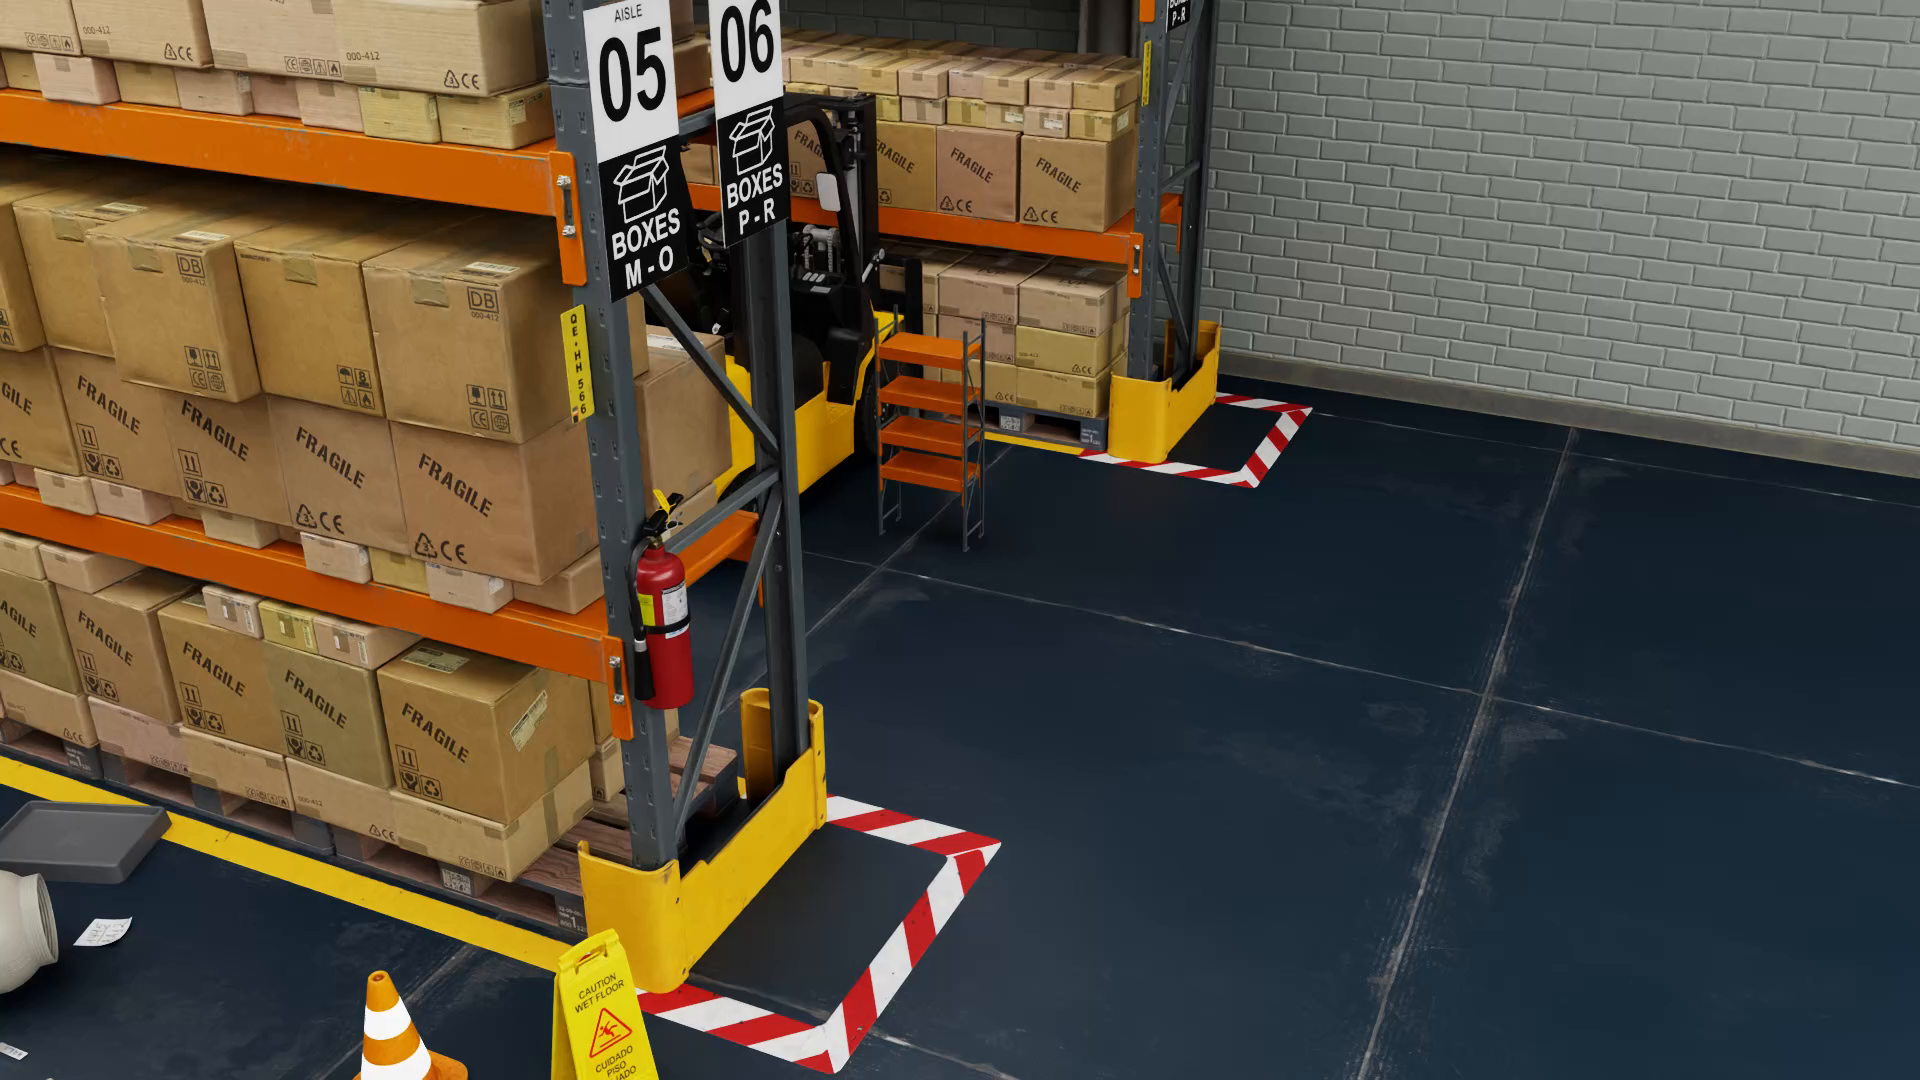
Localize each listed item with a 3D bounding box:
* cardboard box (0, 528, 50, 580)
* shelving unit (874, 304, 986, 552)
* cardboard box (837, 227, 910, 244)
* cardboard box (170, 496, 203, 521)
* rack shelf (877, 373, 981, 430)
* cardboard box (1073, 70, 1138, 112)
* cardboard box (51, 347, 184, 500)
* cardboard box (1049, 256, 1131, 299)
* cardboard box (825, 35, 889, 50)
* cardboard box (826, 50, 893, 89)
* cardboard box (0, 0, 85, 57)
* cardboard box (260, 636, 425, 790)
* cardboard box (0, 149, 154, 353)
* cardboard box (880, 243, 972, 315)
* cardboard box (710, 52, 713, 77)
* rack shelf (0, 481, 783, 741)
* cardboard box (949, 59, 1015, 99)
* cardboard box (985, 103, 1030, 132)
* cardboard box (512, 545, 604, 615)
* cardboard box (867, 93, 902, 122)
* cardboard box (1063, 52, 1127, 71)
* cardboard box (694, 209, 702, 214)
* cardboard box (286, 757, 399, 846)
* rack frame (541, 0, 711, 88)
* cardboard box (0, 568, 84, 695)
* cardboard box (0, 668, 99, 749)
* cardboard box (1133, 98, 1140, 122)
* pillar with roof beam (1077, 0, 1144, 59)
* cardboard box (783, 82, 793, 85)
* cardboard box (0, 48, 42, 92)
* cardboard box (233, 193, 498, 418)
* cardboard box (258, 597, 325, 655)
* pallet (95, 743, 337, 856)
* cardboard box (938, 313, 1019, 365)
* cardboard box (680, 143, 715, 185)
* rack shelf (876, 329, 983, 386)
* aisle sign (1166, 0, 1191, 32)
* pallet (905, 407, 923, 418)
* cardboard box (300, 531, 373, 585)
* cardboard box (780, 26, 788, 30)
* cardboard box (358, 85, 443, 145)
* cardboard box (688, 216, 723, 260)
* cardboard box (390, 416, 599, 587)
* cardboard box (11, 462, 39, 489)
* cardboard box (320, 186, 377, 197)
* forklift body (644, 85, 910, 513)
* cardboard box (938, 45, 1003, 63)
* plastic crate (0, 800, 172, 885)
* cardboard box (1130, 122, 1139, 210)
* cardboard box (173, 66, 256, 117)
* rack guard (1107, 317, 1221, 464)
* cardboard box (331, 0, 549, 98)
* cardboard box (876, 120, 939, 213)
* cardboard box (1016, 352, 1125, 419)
[{"bbox_3d":[-3.487,-0.010,6.428,0.250,0.149,0.380,13,29,24],"label":"cardboard box"},{"bbox_3d":[-0.151,-0.569,8.546,0.503,1.200,0.258,11,28,22],"label":"shelving unit"},{"bbox_3d":[-0.508,-1.899,10.716,0.500,0.250,0.500,11,28,21],"label":"cardboard box"},{"bbox_3d":[-2.641,-0.210,6.064,0.250,0.149,0.380,11,28,22],"label":"cardboard box"},{"bbox_3d":[-0.151,-0.709,8.477,0.480,0.148,0.258,11,28,22],"label":"rack shelf"},{"bbox_3d":[0.809,-2.499,9.246,0.250,0.149,0.380,11,28,22],"label":"cardboard box"},{"bbox_3d":[-2.799,-0.506,5.932,0.500,0.500,0.500,12,29,22],"label":"cardboard box"},{"bbox_3d":[0.863,-1.616,10.143,0.500,0.250,0.500,11,28,21],"label":"cardboard box"},{"bbox_3d":[-0.633,-3.007,10.277,0.250,0.149,0.380,12,29,23],"label":"cardboard box"},{"bbox_3d":[-0.590,-2.777,9.811,0.250,0.149,0.380,12,29,23],"label":"cardboard box"},{"bbox_3d":[-2.799,-1.726,5.298,0.500,0.250,0.500,12,29,22],"label":"cardboard box"},{"bbox_3d":[-2.143,0.521,6.085,0.500,0.500,0.500,12,29,24],"label":"cardboard box"},{"bbox_3d":[-3.258,-1.038,5.881,0.500,0.500,0.700,11,28,21],"label":"cardboard box"},{"bbox_3d":[-0.257,-1.590,10.090,0.500,0.250,0.500,12,29,22],"label":"cardboard box"},{"bbox_3d":[-1.301,-2.893,10.045,0.250,0.149,0.380,11,28,21],"label":"cardboard box"},{"bbox_3d":[-2.650,-0.095,6.362,4.000,0.370,1.077,11,28,22],"label":"rack shelf"},{"bbox_3d":[0.126,-2.644,9.540,0.250,0.149,0.380,12,28,22],"label":"cardboard box"},{"bbox_3d":[0.335,-2.443,9.468,0.250,0.149,0.380,12,29,23],"label":"cardboard box"},{"bbox_3d":[-1.258,0.078,5.480,0.250,0.149,0.380,12,29,24],"label":"cardboard box"},{"bbox_3d":[-0.387,-2.560,9.707,0.250,0.149,0.380,12,28,22],"label":"cardboard box"},{"bbox_3d":[0.789,-2.739,9.734,0.250,0.149,0.380,12,29,24],"label":"cardboard box"},{"bbox_3d":[-1.891,-2.172,11.270,0.500,0.250,0.500,12,29,23],"label":"cardboard box"},{"bbox_3d":[-2.145,0.855,6.255,0.500,0.250,0.500,11,28,22],"label":"cardboard box"},{"bbox_3d":[-0.829,-2.744,4.136,0.127,3.000,1.000,11,28,22],"label":"rack frame"},{"bbox_3d":[-3.553,0.234,6.666,0.500,0.500,0.500,13,29,24],"label":"cardboard box"},{"bbox_3d":[-3.554,0.571,6.832,0.500,0.250,0.500,13,29,25],"label":"cardboard box"},{"bbox_3d":[1.021,-2.551,9.688,0.250,0.149,0.380,11,28,21],"label":"cardboard box"},{"bbox_3d":[-0.821,-3.499,5.670,0.400,9.000,9.100,11,28,22],"label":"pillar with roof beam"},{"bbox_3d":[-1.084,-2.707,10.004,0.250,0.149,0.380,10,28,20],"label":"cardboard box"},{"bbox_3d":[-2.882,-1.579,5.449,0.250,0.149,0.380,12,28,22],"label":"cardboard box"},{"bbox_3d":[-1.842,-0.781,5.358,0.500,0.500,0.700,12,29,22],"label":"cardboard box"},{"bbox_3d":[-2.256,0.236,5.928,0.250,0.149,0.380,12,29,23],"label":"cardboard box"},{"bbox_3d":[-2.730,0.798,6.890,1.213,0.211,1.003,11,28,22],"label":"pallet"},{"bbox_3d":[0.198,-1.287,10.041,0.500,0.250,0.500,11,28,21],"label":"cardboard box"},{"bbox_3d":[-1.642,-2.551,10.421,0.500,0.500,0.500,12,29,23],"label":"cardboard box"},{"bbox_3d":[-0.151,-0.921,8.373,0.480,0.148,0.258,11,28,22],"label":"rack shelf"},{"bbox_3d":[1.160,-3.085,8.677,0.004,0.787,0.394,11,28,22],"label":"aisle sign"},{"bbox_3d":[-0.598,-1.145,10.836,1.213,0.211,1.003,11,28,22],"label":"pallet"},{"bbox_3d":[-2.006,-0.014,5.668,0.250,0.149,0.380,12,29,23],"label":"cardboard box"},{"bbox_3d":[-1.292,-3.187,10.642,0.250,0.149,0.380,11,28,21],"label":"cardboard box"},{"bbox_3d":[-1.510,-1.271,4.823,0.250,0.149,0.380,12,28,22],"label":"cardboard box"},{"bbox_3d":[-1.647,-1.872,10.661,0.500,0.250,0.500,11,28,22],"label":"cardboard box"},{"bbox_3d":[-1.437,-0.219,5.350,0.500,0.500,0.500,11,28,21],"label":"cardboard box"},{"bbox_3d":[-3.344,-0.328,6.304,0.250,0.149,0.380,11,28,22],"label":"cardboard box"},{"bbox_3d":[-4.287,-2.276,12.190,0.625,0.625,0.875,10,28,20],"label":"cardboard box"},{"bbox_3d":[-1.259,-1.281,8.918,1.214,2.155,2.313,11,28,22],"label":"forklift body"},{"bbox_3d":[0.065,-2.859,9.977,0.250,0.149,0.380,12,29,23],"label":"cardboard box"},{"bbox_3d":[-3.381,1.143,6.338,0.583,0.080,0.402,2,26,4],"label":"plastic crate"},{"bbox_3d":[0.886,-2.296,9.905,0.500,0.500,0.500,12,29,23],"label":"cardboard box"},{"bbox_3d":[-2.187,-1.433,5.152,0.250,0.149,0.380,11,28,21],"label":"cardboard box"},{"bbox_3d":[1.244,-0.923,10.059,0.348,0.500,1.175,11,28,22],"label":"rack guard"},{"bbox_3d":[-1.406,-1.450,4.736,0.500,0.250,0.500,11,28,21],"label":"cardboard box"},{"bbox_3d":[-0.270,-2.270,9.852,0.500,0.500,0.500,11,28,21],"label":"cardboard box"},{"bbox_3d":[0.664,-0.963,9.947,0.500,0.250,0.500,12,28,22],"label":"cardboard box"}]
